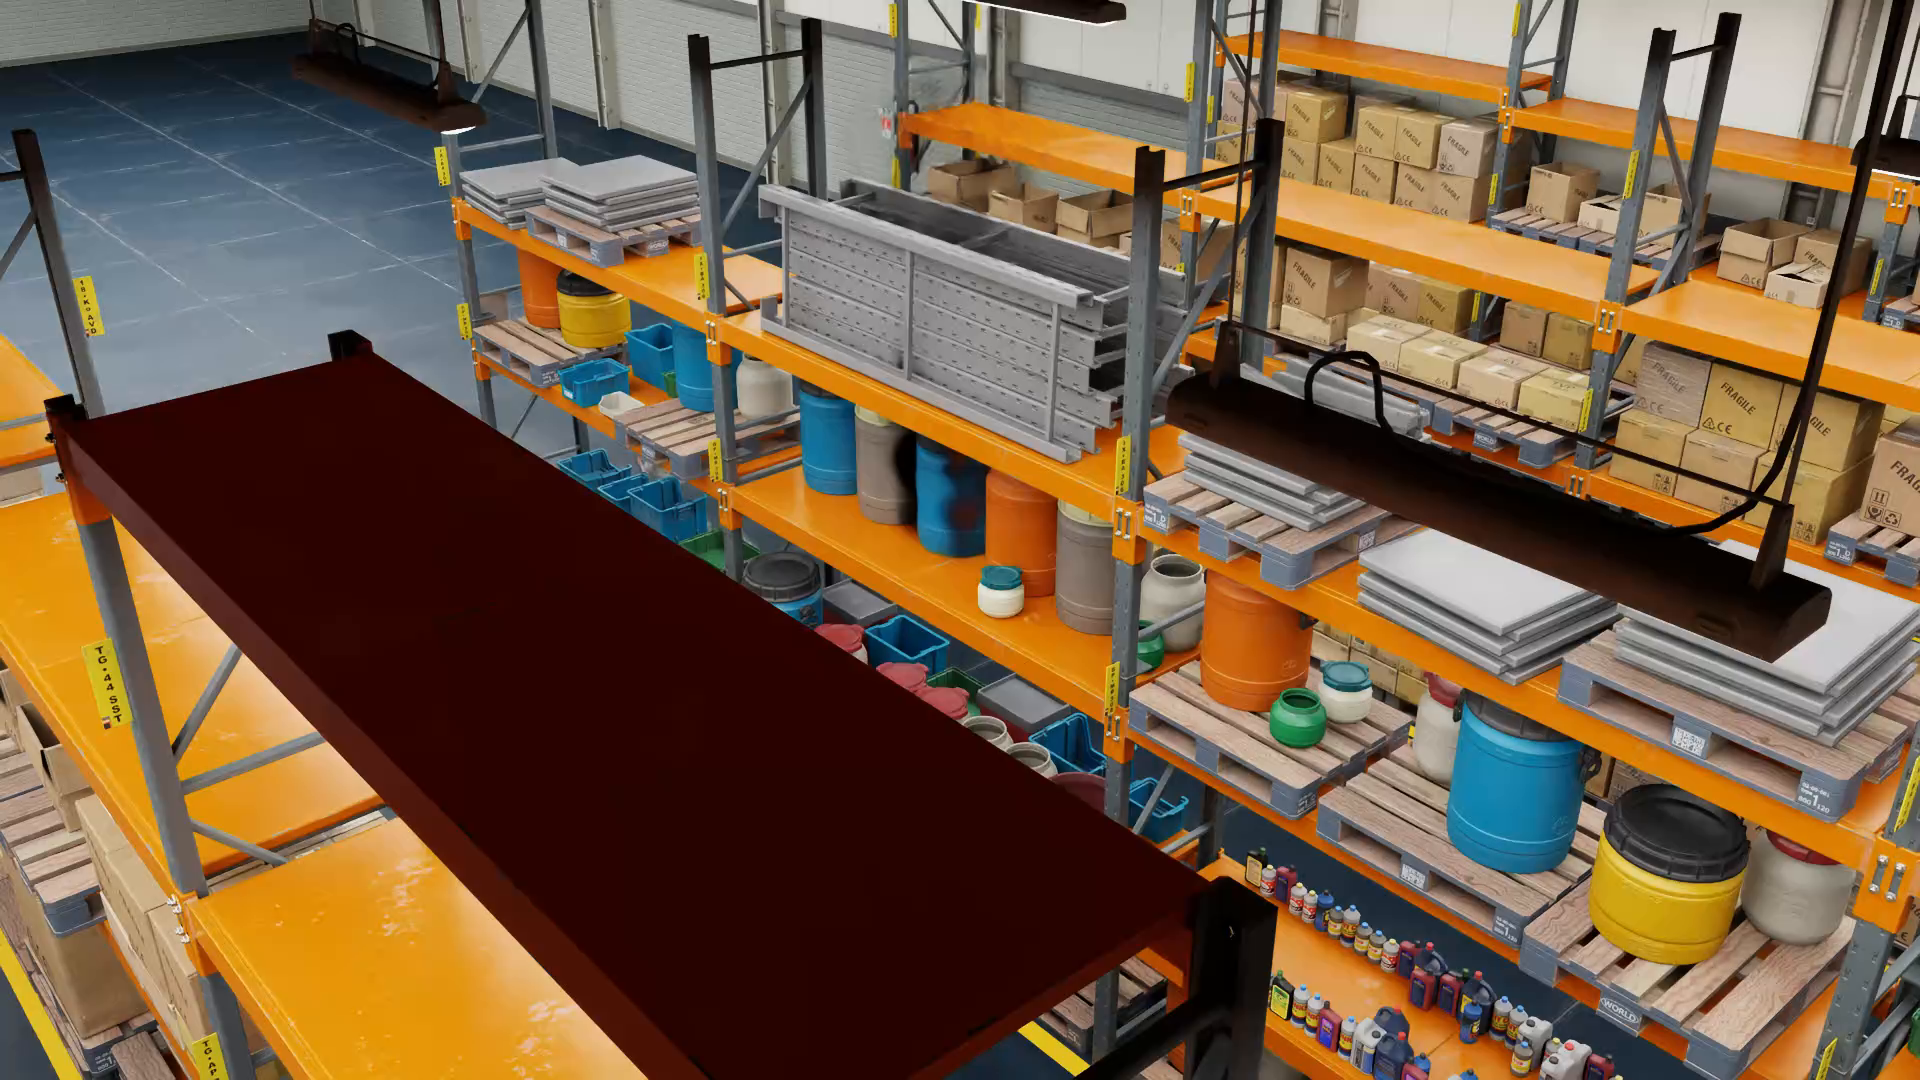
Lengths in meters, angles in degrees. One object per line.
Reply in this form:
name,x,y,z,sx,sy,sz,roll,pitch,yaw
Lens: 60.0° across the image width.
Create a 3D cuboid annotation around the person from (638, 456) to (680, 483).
person,-3.044,-0.590,17.038,0.549,1.543,0.545,11,29,20
